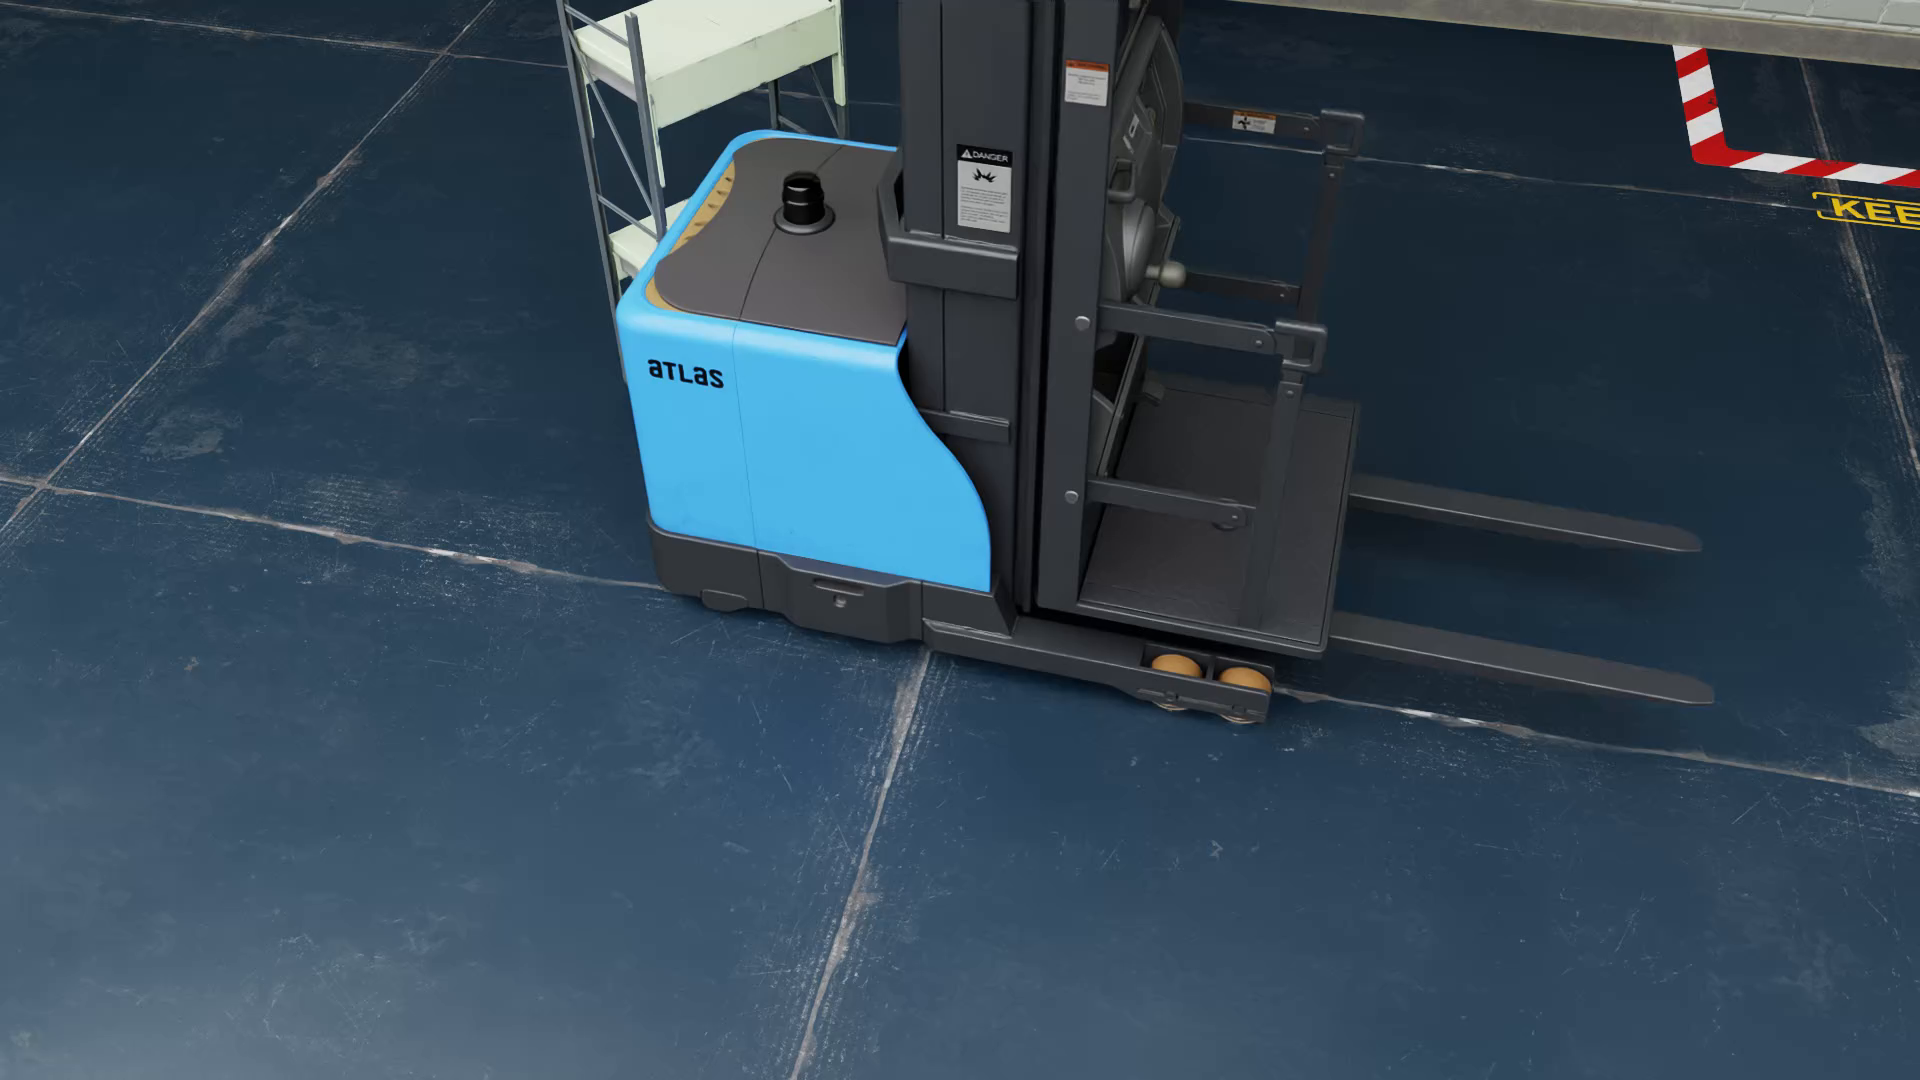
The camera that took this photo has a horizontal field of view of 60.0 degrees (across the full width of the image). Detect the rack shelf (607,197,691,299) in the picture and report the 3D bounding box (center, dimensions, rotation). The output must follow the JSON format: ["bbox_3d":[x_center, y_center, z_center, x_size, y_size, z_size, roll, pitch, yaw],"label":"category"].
[{"bbox_3d":[-0.768,-0.943,5.618,0.720,0.370,0.431,-33,53,-30],"label":"rack shelf"}]

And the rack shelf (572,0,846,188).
[{"bbox_3d":[-0.768,-1.459,5.122,0.720,0.370,0.431,-33,53,-30],"label":"rack shelf"}]

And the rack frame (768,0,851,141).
[{"bbox_3d":[-0.501,-1.352,5.573,0.023,1.500,0.400,-33,53,-30],"label":"rack frame"}]

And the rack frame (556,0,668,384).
[{"bbox_3d":[-1.035,-1.004,5.212,0.023,1.500,0.400,-33,53,-30],"label":"rack frame"}]

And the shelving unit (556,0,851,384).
[{"bbox_3d":[-0.768,-1.178,5.392,0.755,1.500,0.431,-33,53,-30],"label":"shelving unit"}]

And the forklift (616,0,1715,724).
[{"bbox_3d":[0.651,-0.947,4.120,3.031,2.935,1.130,10,45,11],"label":"forklift"}]
